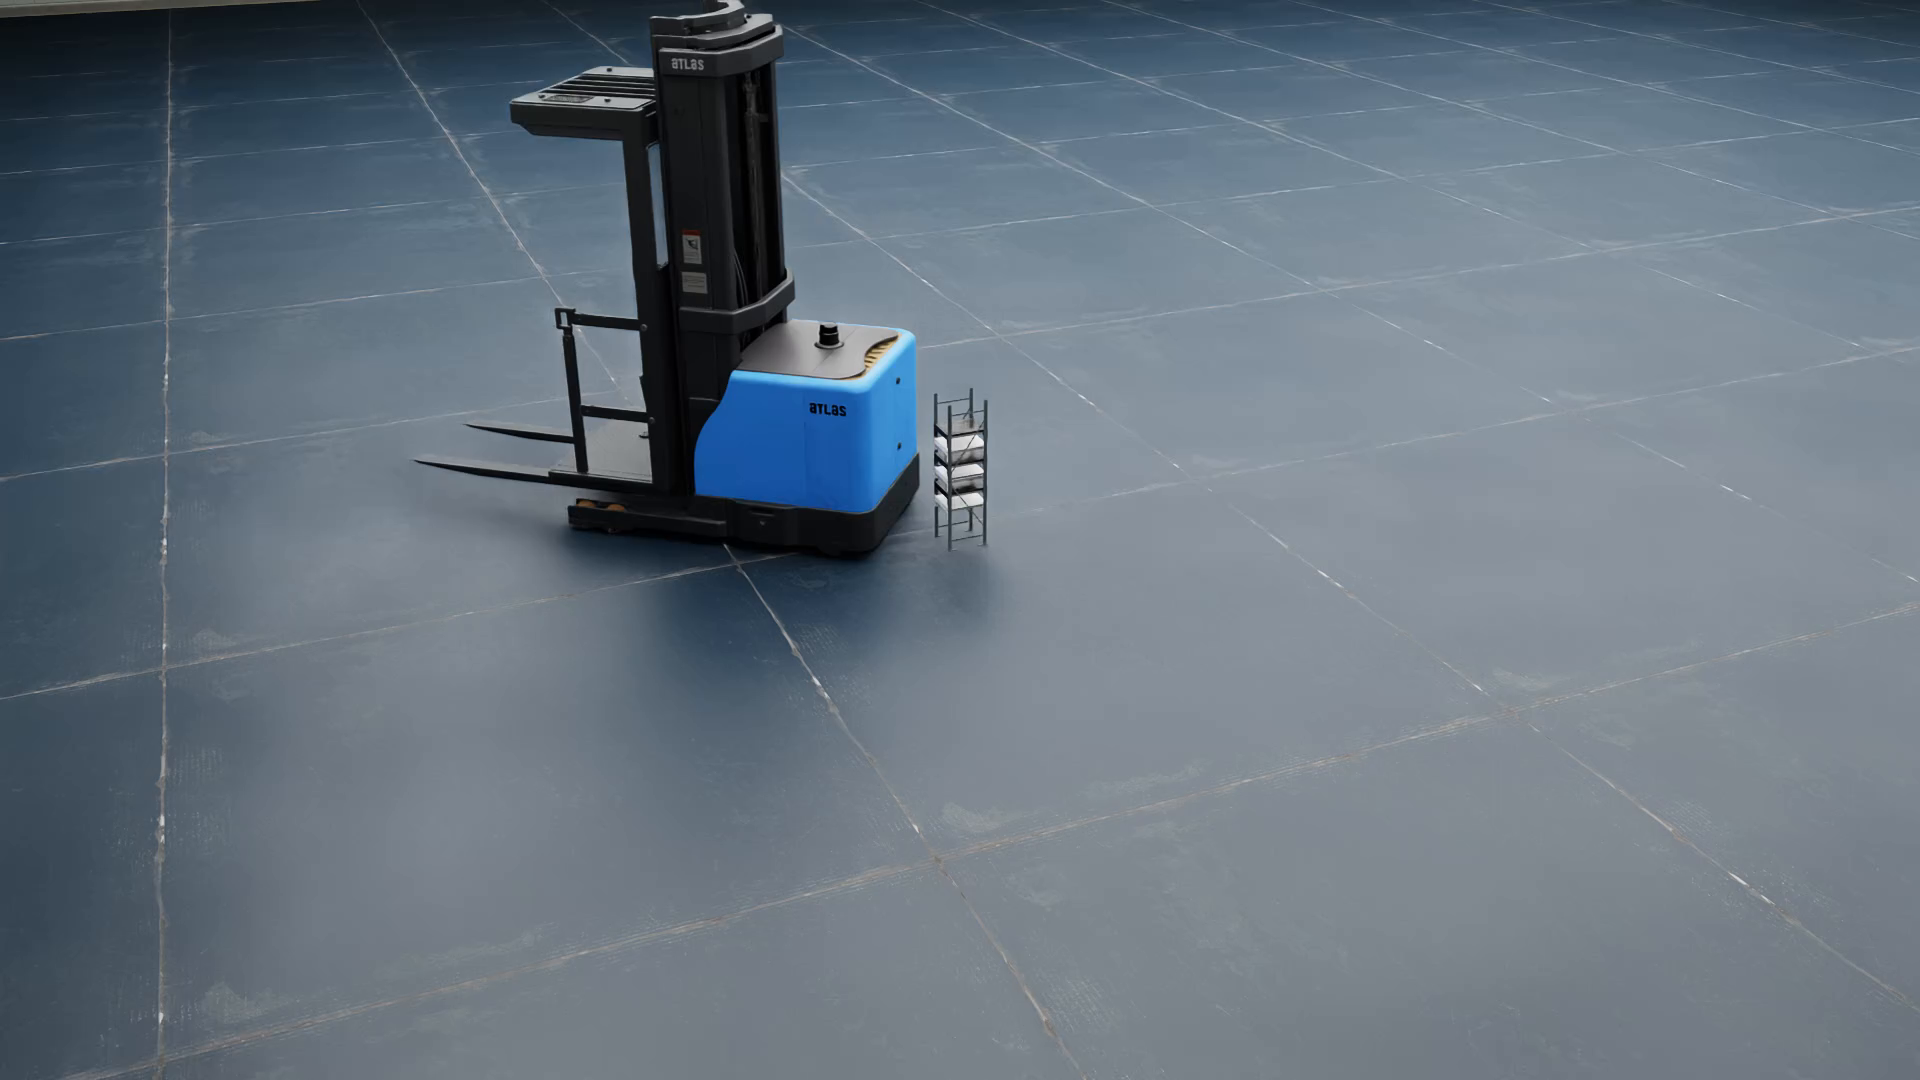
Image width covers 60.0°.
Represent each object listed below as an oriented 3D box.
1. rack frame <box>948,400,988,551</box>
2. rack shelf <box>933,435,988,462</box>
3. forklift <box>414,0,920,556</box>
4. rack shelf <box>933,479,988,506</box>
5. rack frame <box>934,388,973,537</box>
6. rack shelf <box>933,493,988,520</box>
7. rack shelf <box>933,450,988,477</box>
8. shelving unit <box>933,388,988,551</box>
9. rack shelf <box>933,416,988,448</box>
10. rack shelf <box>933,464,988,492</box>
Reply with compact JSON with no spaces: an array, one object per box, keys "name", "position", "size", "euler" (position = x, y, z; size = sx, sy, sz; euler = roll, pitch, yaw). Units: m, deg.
[{"name":"rack frame","position":[0.043,-0.360,9.462],"size":[0.240,0.900,0.006],"euler":[-11,28,-21]},{"name":"rack shelf","position":[0.003,-0.533,9.481],"size":[0.258,0.077,0.200],"euler":[-11,28,-21]},{"name":"forklift","position":[-1.823,-1.573,9.631],"size":[3.031,2.935,1.130],"euler":[7,27,14]},{"name":"rack shelf","position":[0.003,-0.290,9.600],"size":[0.258,0.077,0.200],"euler":[-11,28,-21]},{"name":"rack frame","position":[-0.037,-0.442,9.630],"size":[0.240,0.900,0.006],"euler":[-11,28,-21]},{"name":"rack shelf","position":[0.003,-0.209,9.639],"size":[0.258,0.077,0.200],"euler":[-11,28,-21]},{"name":"rack shelf","position":[0.003,-0.452,9.521],"size":[0.258,0.077,0.200],"euler":[-11,28,-21]},{"name":"shelving unit","position":[0.003,-0.401,9.546],"size":[0.258,0.900,0.210],"euler":[-11,28,-21]},{"name":"rack shelf","position":[0.003,-0.614,9.442],"size":[0.258,0.077,0.200],"euler":[-11,28,-21]},{"name":"rack shelf","position":[0.003,-0.371,9.560],"size":[0.258,0.077,0.200],"euler":[-11,28,-21]}]
